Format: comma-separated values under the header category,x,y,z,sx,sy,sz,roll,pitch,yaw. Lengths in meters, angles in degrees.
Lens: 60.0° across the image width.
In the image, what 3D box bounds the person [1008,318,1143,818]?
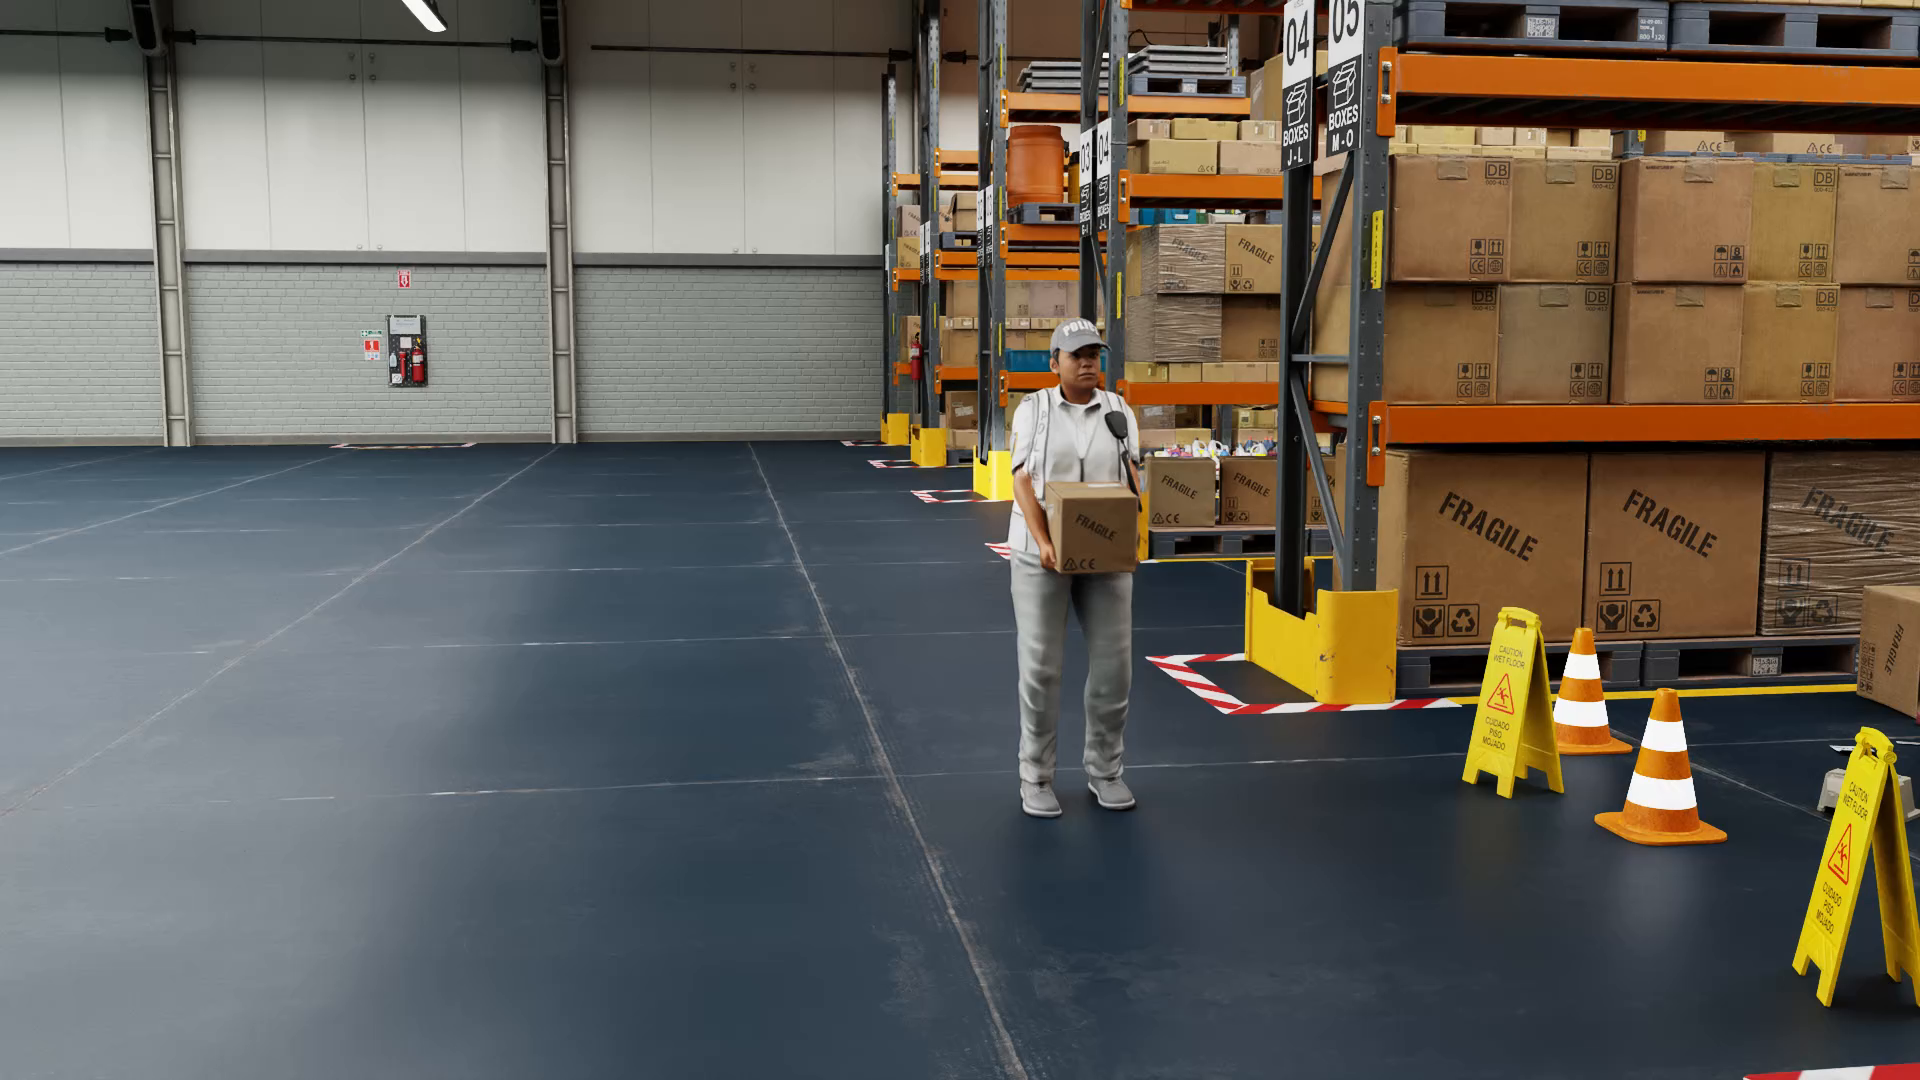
category,x,y,z,sx,sy,sz,roll,pitch,yaw
person,0.401,0.087,5.619,0.452,1.662,0.539,-1,7,-9
